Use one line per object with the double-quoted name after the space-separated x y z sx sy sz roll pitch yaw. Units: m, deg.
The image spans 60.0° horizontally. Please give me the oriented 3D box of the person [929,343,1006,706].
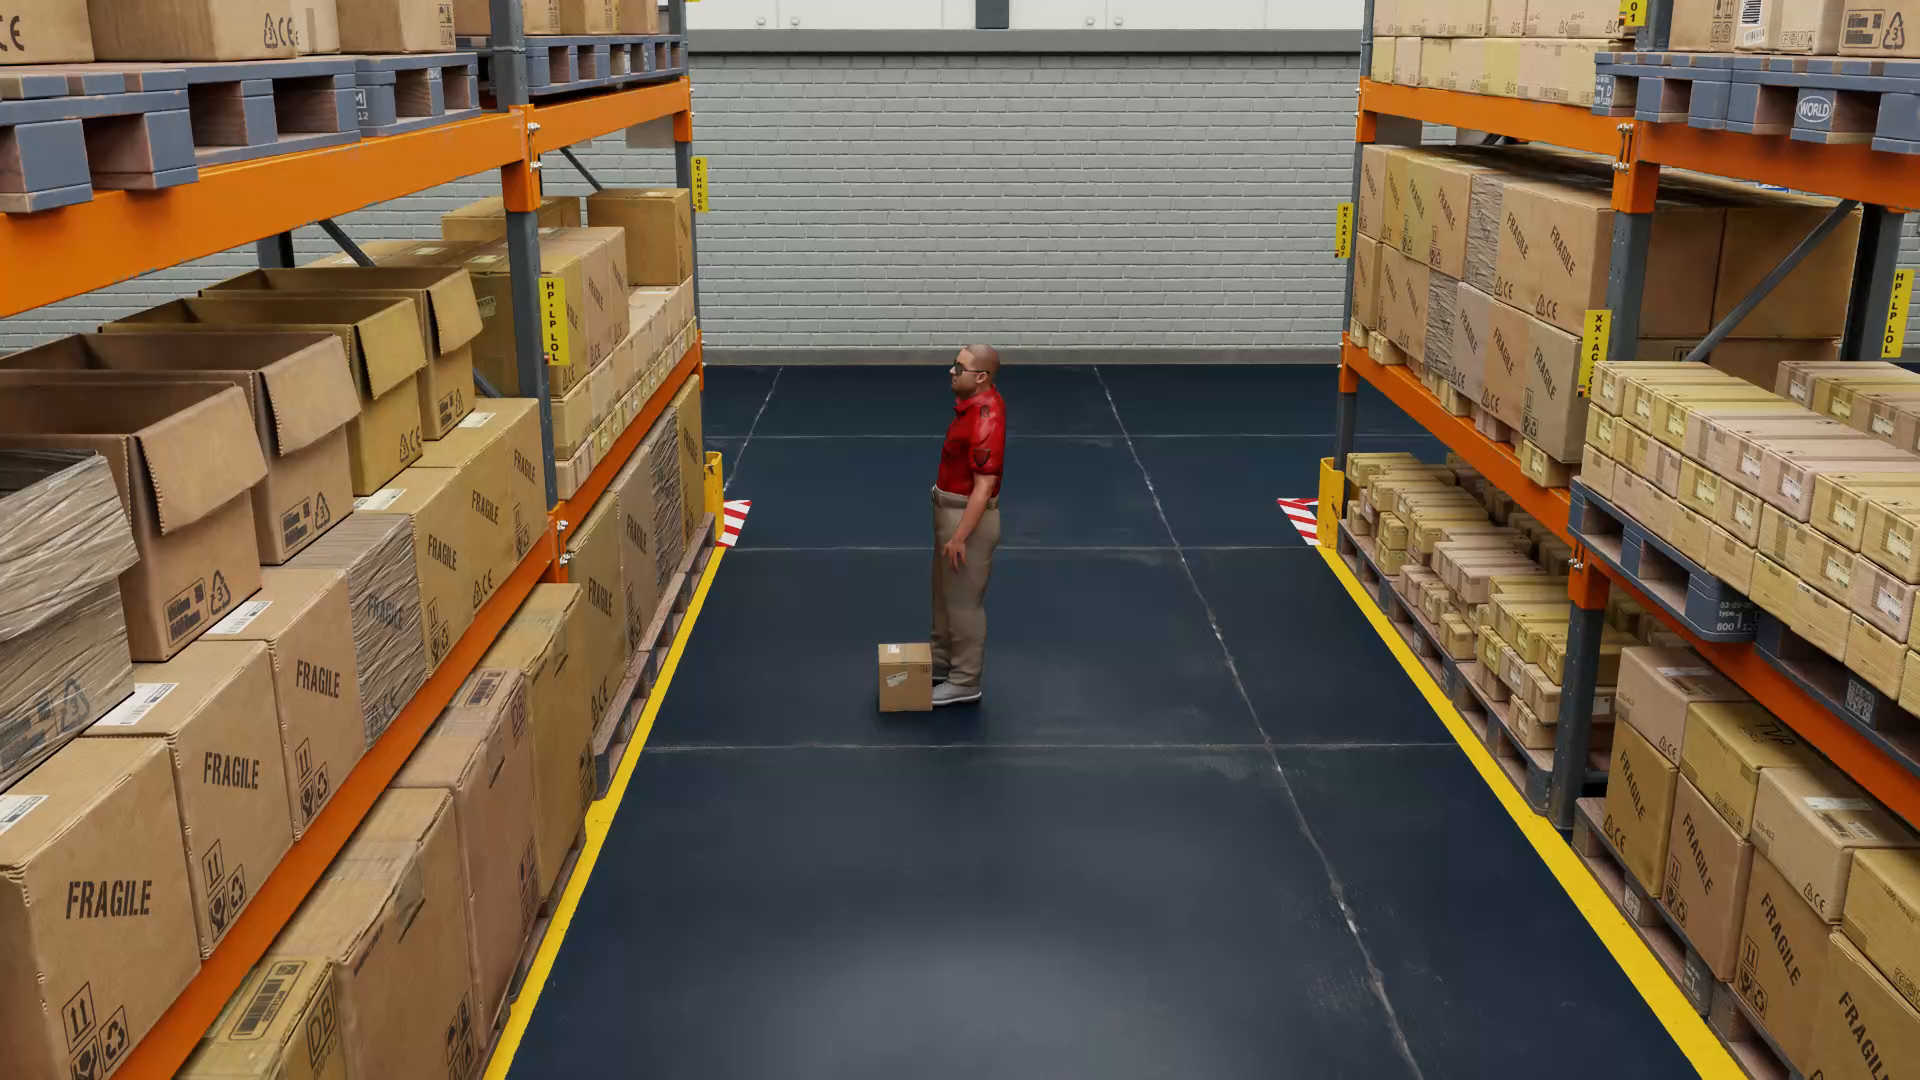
-0.060 -0.070 7.771 0.550 1.728 0.640 0 17 -1 "person"
